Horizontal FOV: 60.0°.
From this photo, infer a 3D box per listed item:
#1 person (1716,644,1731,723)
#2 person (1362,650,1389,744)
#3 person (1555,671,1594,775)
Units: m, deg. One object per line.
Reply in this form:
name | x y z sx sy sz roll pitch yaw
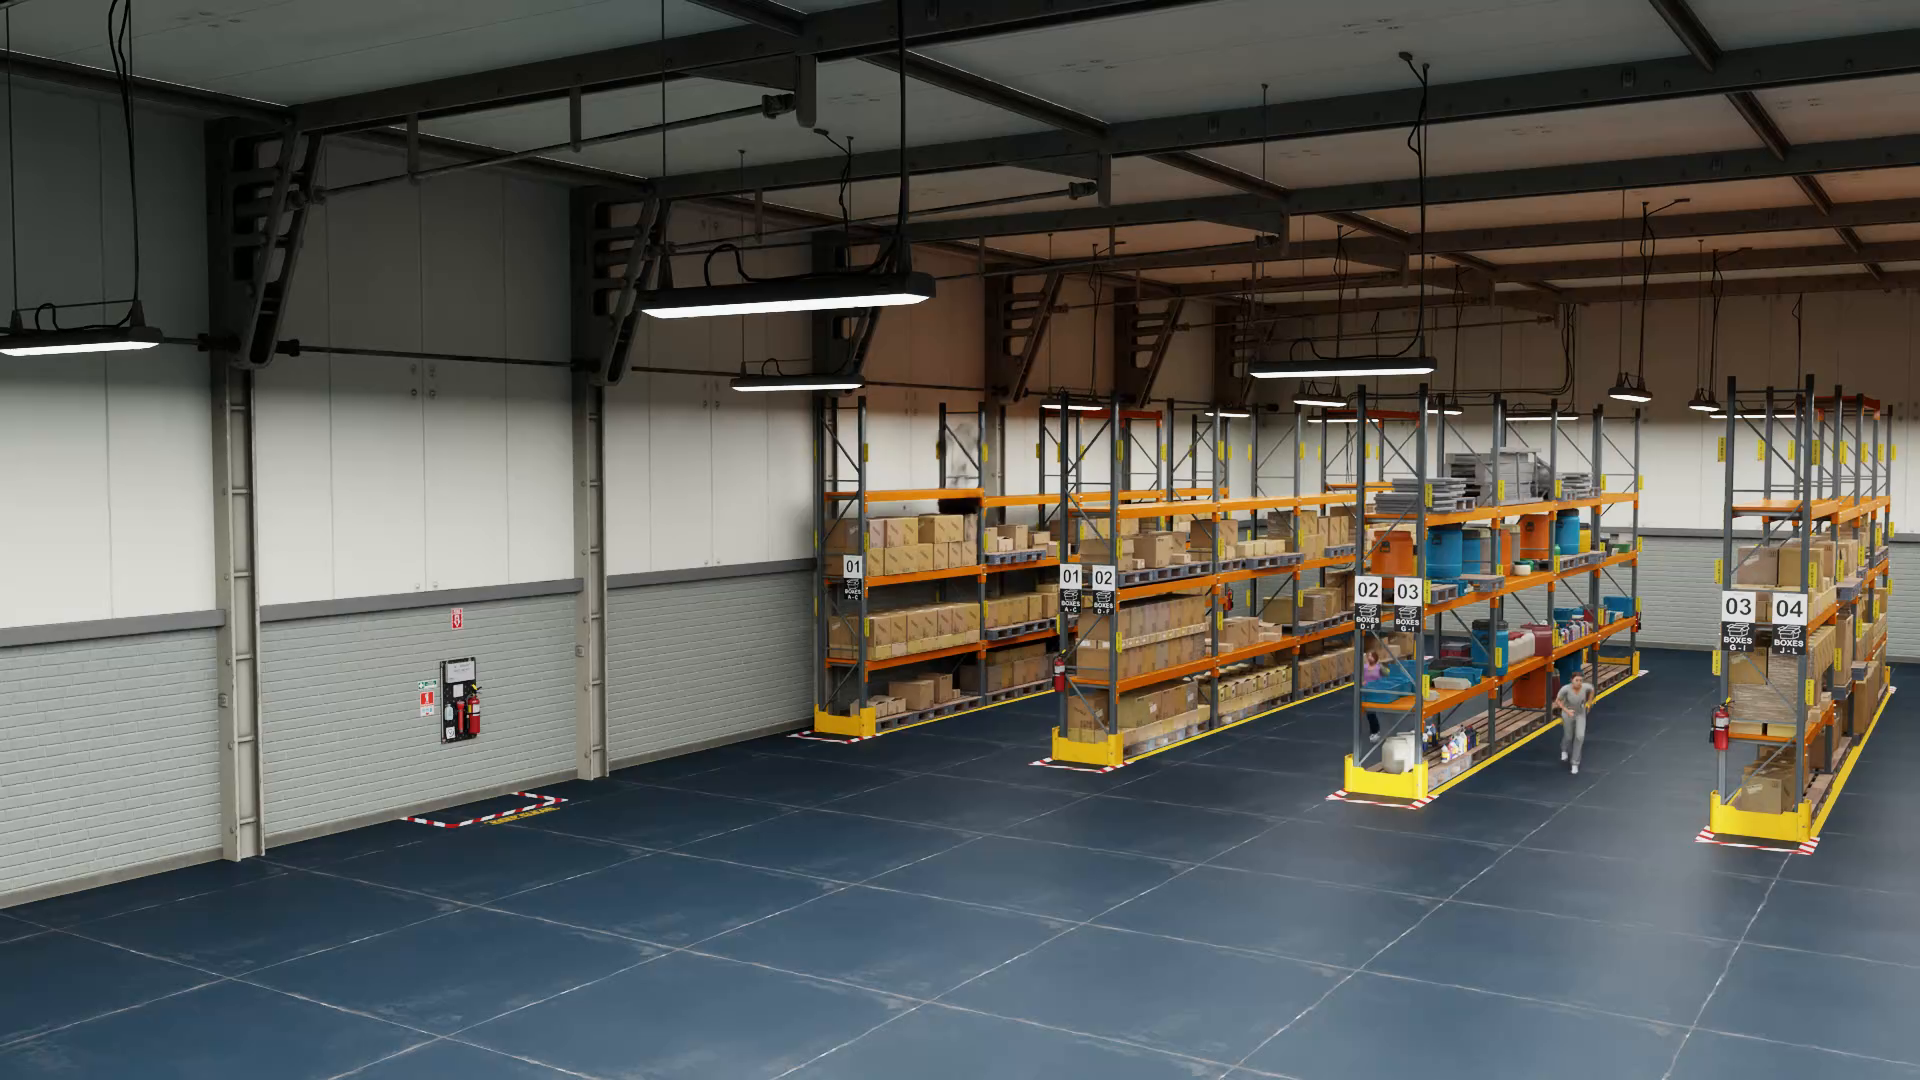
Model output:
person | 14.422 2.498 31.051 0.651 1.754 0.876 2 3 29
person | 7.099 2.700 28.624 0.509 1.601 0.667 2 4 38
person | 9.696 2.841 26.324 0.602 1.625 1.005 0 3 5
